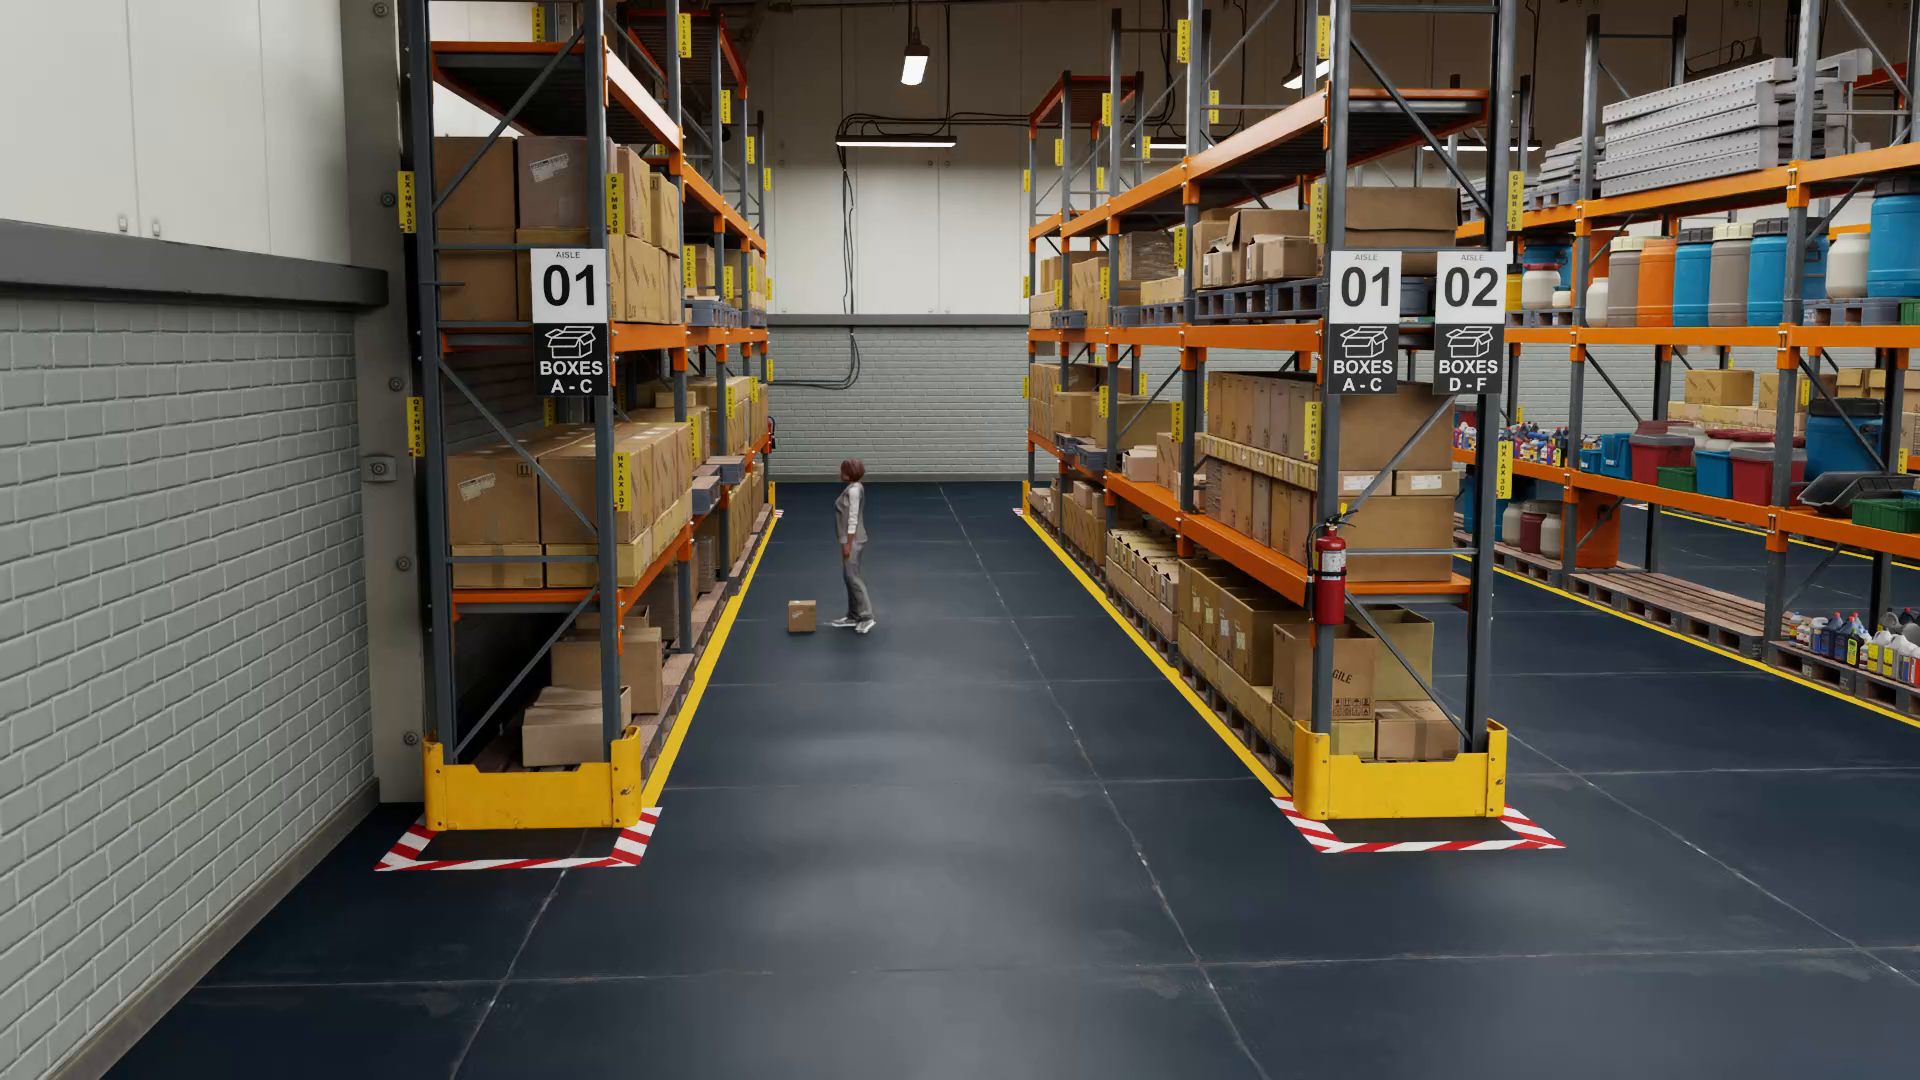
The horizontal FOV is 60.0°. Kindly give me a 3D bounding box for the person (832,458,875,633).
[{"bbox_3d":[-1.000,0.066,15.479,0.408,1.662,0.414,0,7,-2],"label":"person"}]
